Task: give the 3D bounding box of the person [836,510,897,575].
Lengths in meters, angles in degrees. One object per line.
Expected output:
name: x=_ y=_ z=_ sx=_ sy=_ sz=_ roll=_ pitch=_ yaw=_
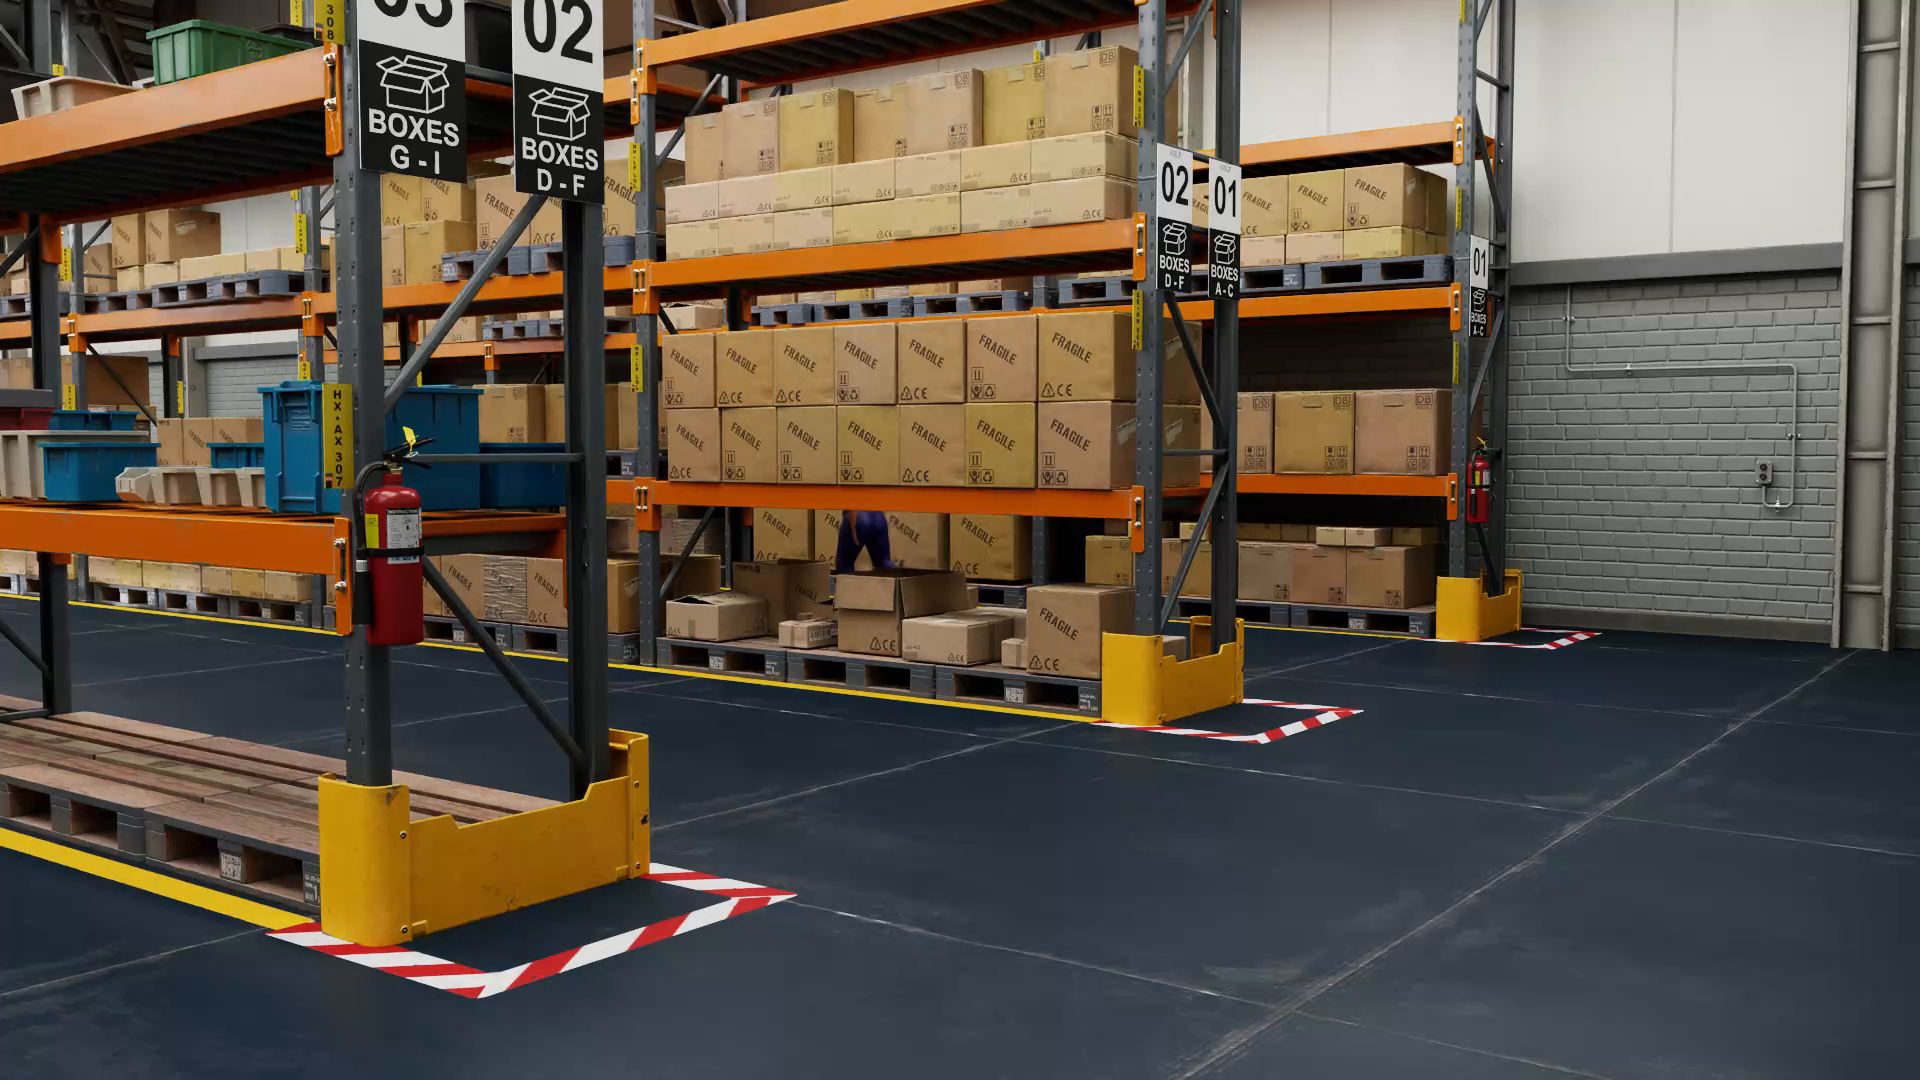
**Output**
person: x=-0.777 y=-0.116 z=14.726 sx=0.843 sy=1.610 sz=0.552 roll=3 pitch=4 yaw=37
